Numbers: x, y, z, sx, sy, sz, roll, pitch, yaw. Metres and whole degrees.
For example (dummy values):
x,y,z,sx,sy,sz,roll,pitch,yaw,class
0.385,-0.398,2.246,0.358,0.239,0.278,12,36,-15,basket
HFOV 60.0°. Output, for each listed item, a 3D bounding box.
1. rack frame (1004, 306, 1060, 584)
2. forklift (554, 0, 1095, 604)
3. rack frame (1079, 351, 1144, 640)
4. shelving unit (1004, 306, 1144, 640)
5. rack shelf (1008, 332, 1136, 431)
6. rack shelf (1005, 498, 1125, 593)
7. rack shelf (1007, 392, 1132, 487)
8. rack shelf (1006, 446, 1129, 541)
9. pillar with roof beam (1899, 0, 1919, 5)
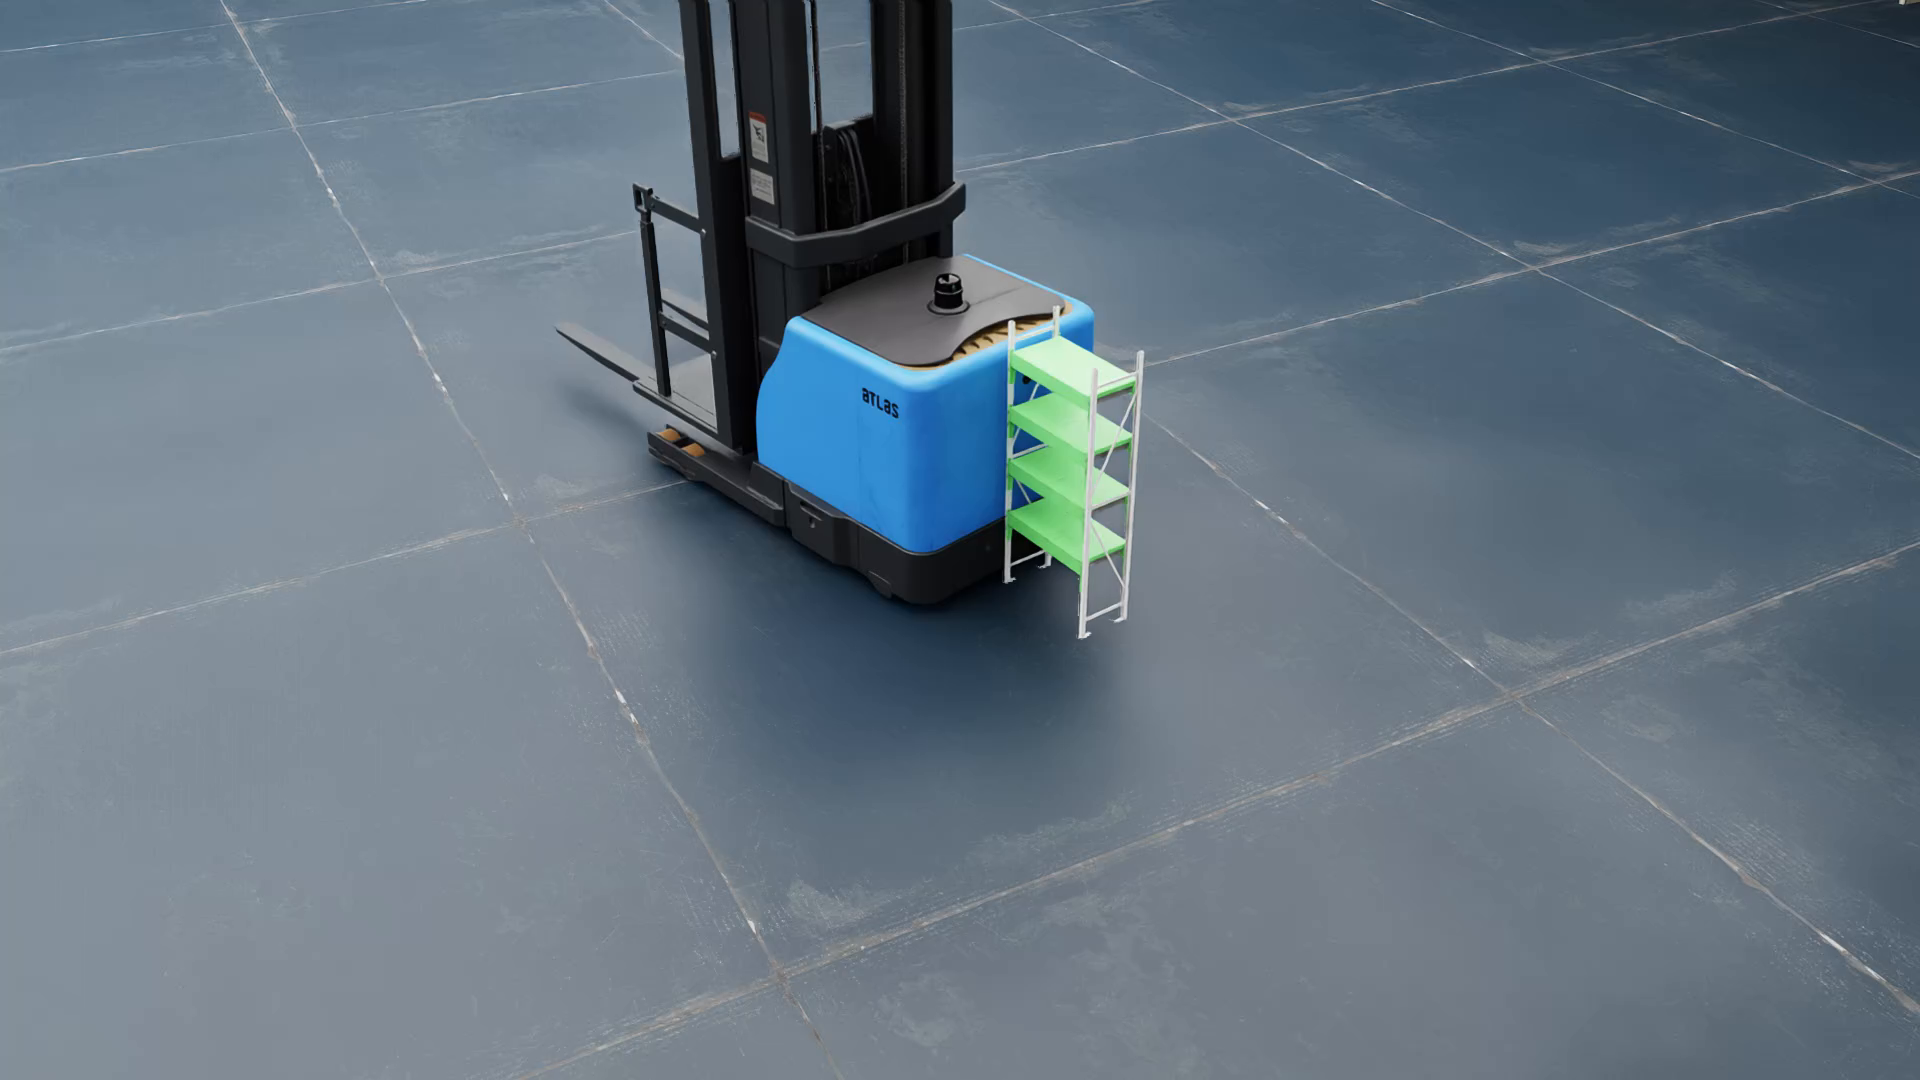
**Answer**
x,y,z,sx,sy,sz,roll,pitch,yaw,class
0.286,-0.361,6.702,0.240,1.200,0.015,-22,38,-30,rack frame
-0.810,-1.679,7.153,1.130,2.935,3.031,-27,41,-35,forklift
0.575,-0.149,6.371,0.240,1.200,0.015,-22,38,-30,rack frame
0.430,-0.255,6.536,0.258,1.200,0.503,-22,38,-30,shelving unit
0.430,-0.606,6.312,0.258,0.148,0.480,-22,38,-30,rack shelf
0.430,0.001,6.700,0.258,0.148,0.480,-22,38,-30,rack shelf
0.430,-0.403,6.441,0.258,0.148,0.480,-22,38,-30,rack shelf
0.430,-0.201,6.571,0.258,0.148,0.480,-22,38,-30,rack shelf
4.510,-7.531,10.664,9.100,9.000,0.400,-16,36,-23,pillar with roof beam
